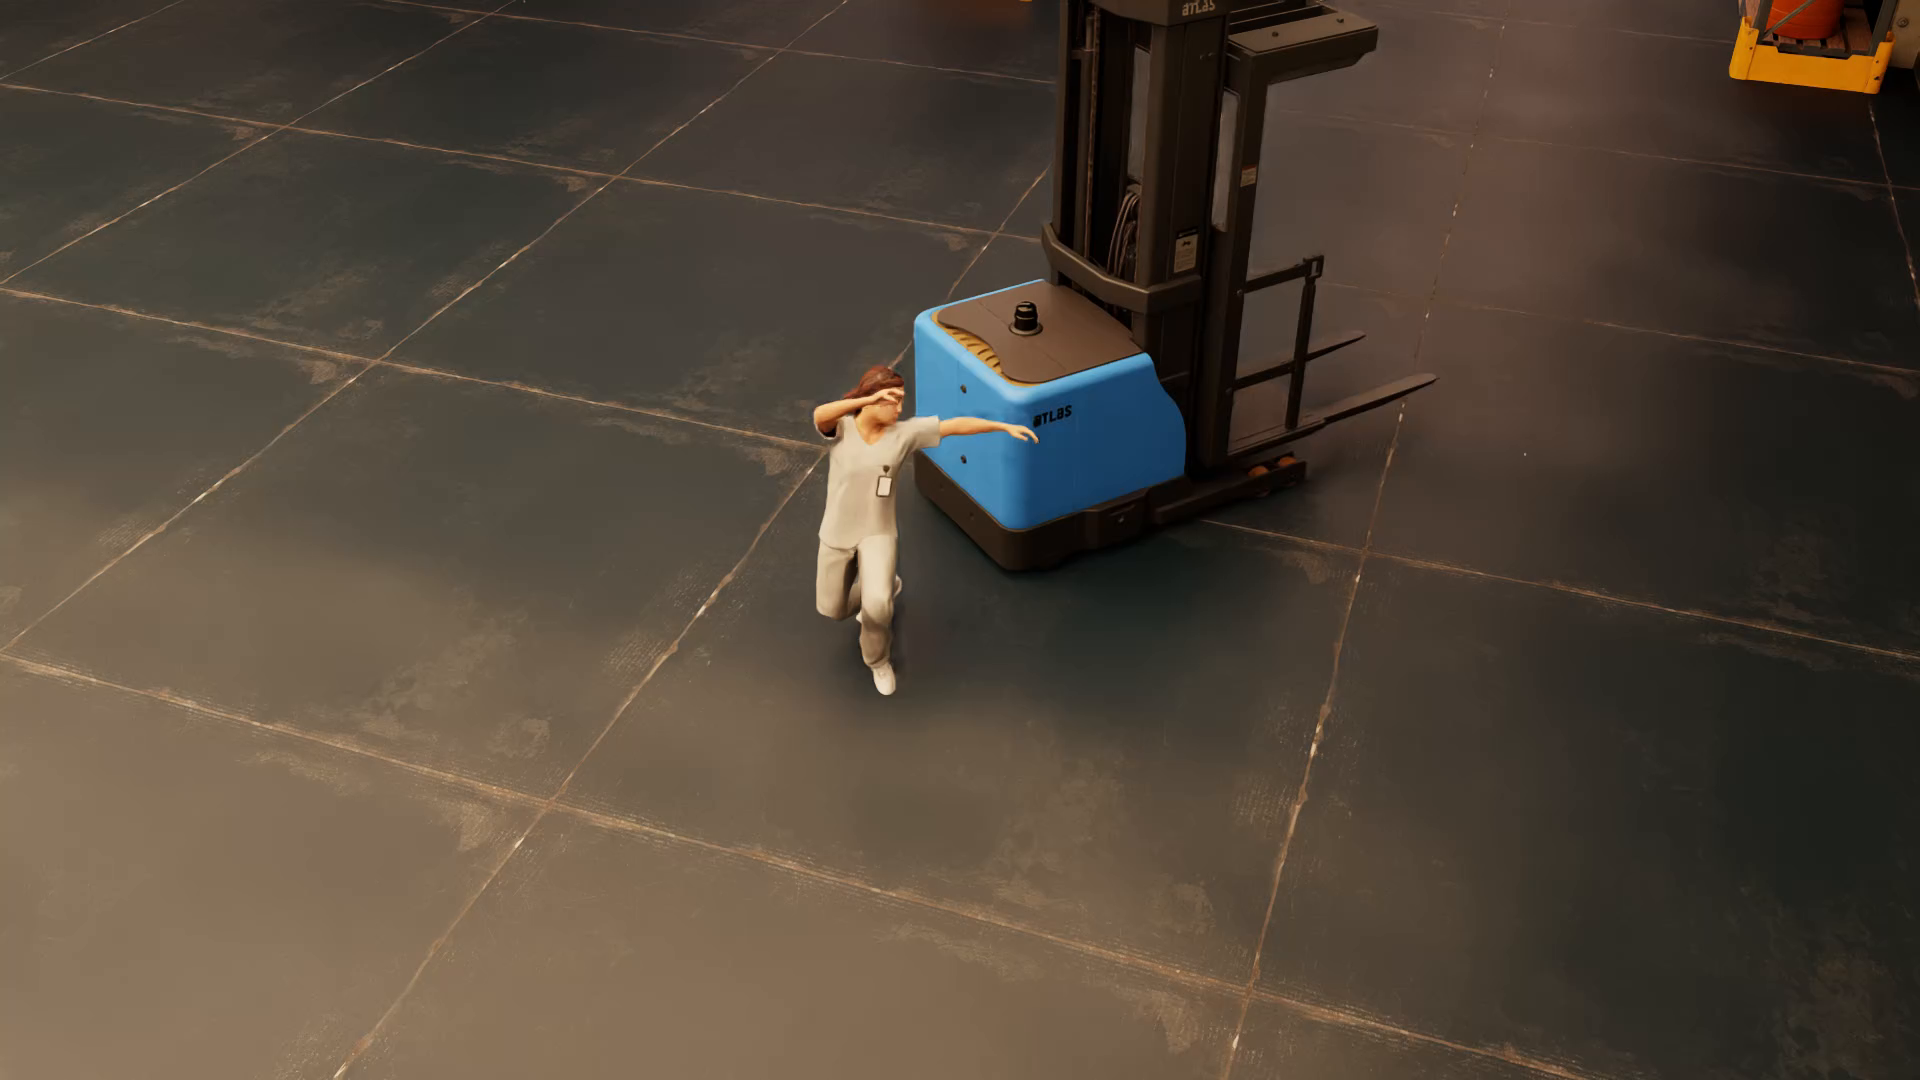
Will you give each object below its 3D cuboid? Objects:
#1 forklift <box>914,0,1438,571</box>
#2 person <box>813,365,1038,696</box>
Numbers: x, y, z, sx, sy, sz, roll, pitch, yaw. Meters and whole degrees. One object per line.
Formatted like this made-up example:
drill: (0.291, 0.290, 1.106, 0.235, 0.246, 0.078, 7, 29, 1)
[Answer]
forklift: (1.284, -1.669, 8.464, 3.031, 2.935, 1.130, -19, 40, -25)
person: (-0.174, -0.040, 7.467, 0.983, 1.466, 0.843, 4, 36, 6)
